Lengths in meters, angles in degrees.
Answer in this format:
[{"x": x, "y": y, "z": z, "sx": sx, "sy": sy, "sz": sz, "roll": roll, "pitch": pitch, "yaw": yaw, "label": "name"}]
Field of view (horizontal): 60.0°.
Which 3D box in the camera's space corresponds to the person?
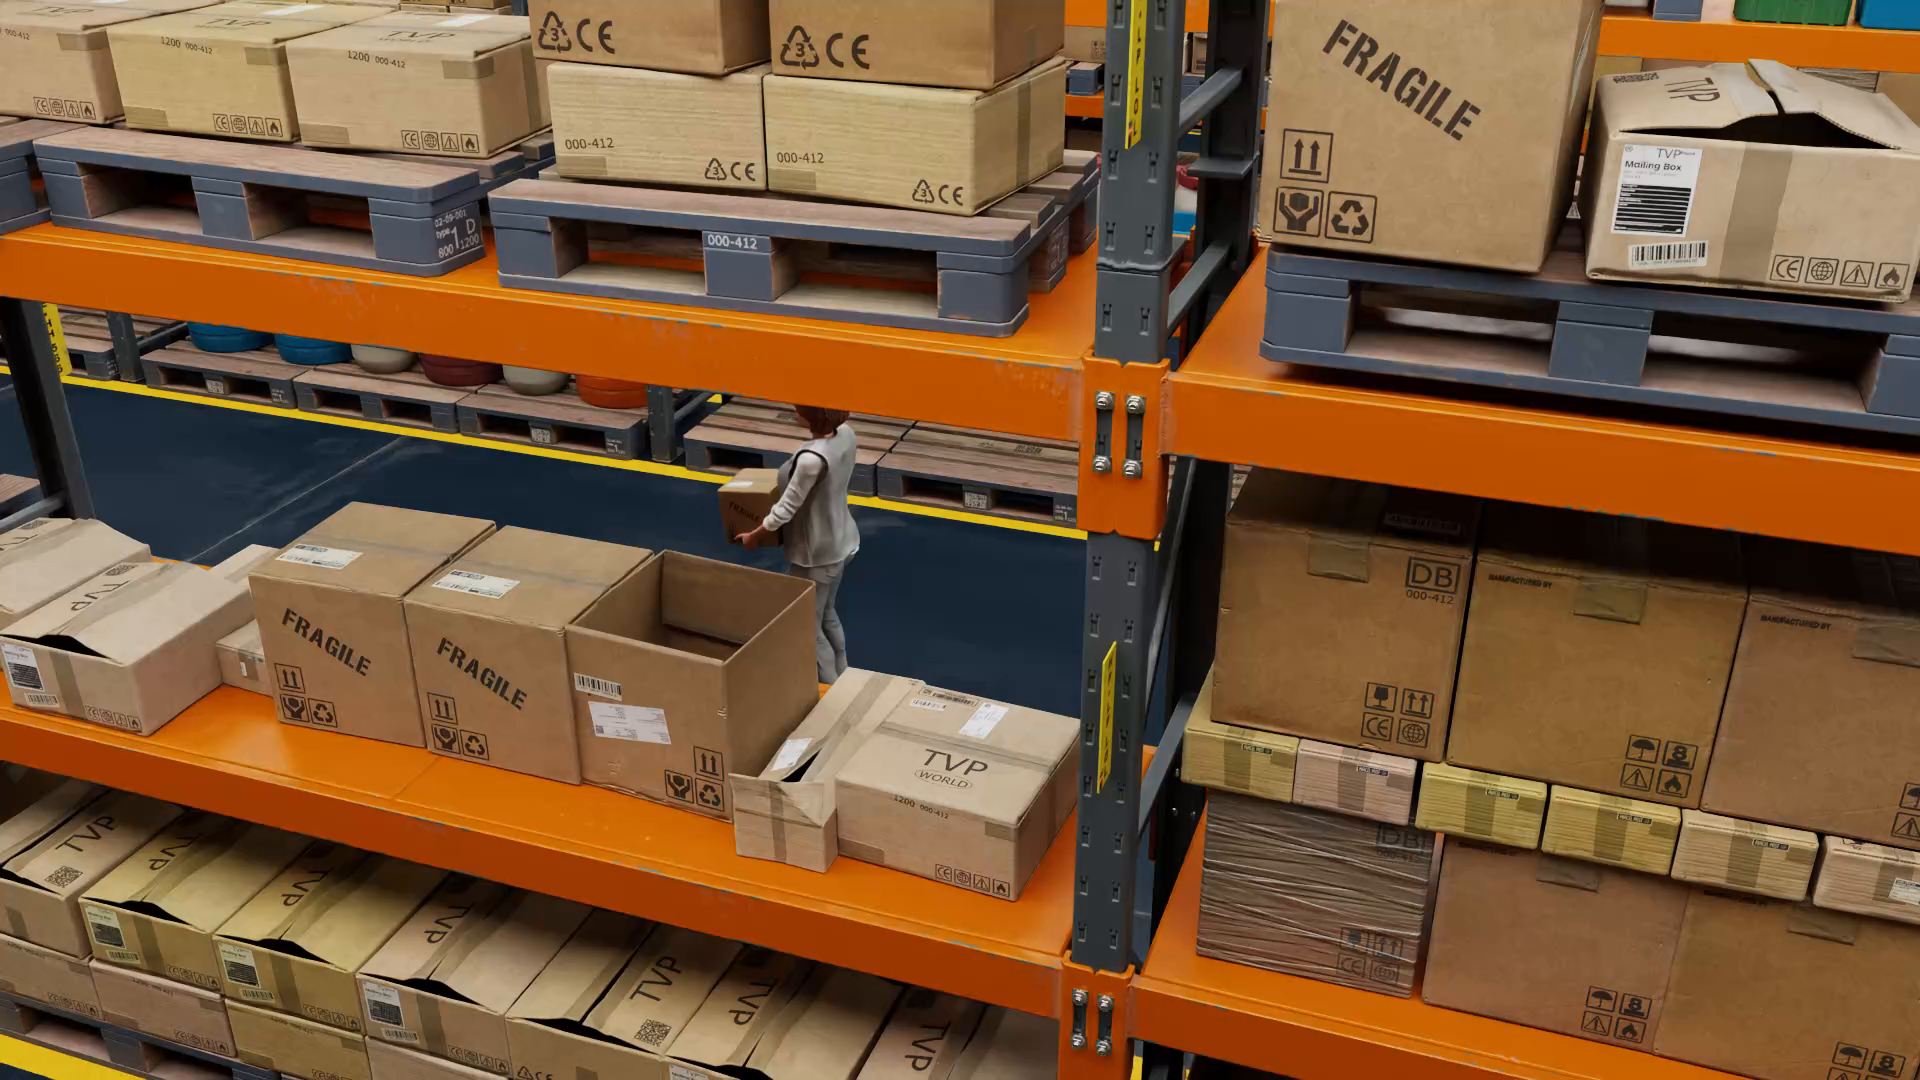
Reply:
[{"x": -0.673, "y": 0.044, "z": 7.040, "sx": 0.494, "sy": 1.593, "sz": 0.404, "roll": 9, "pitch": 28, "yaw": 18, "label": "person"}]
